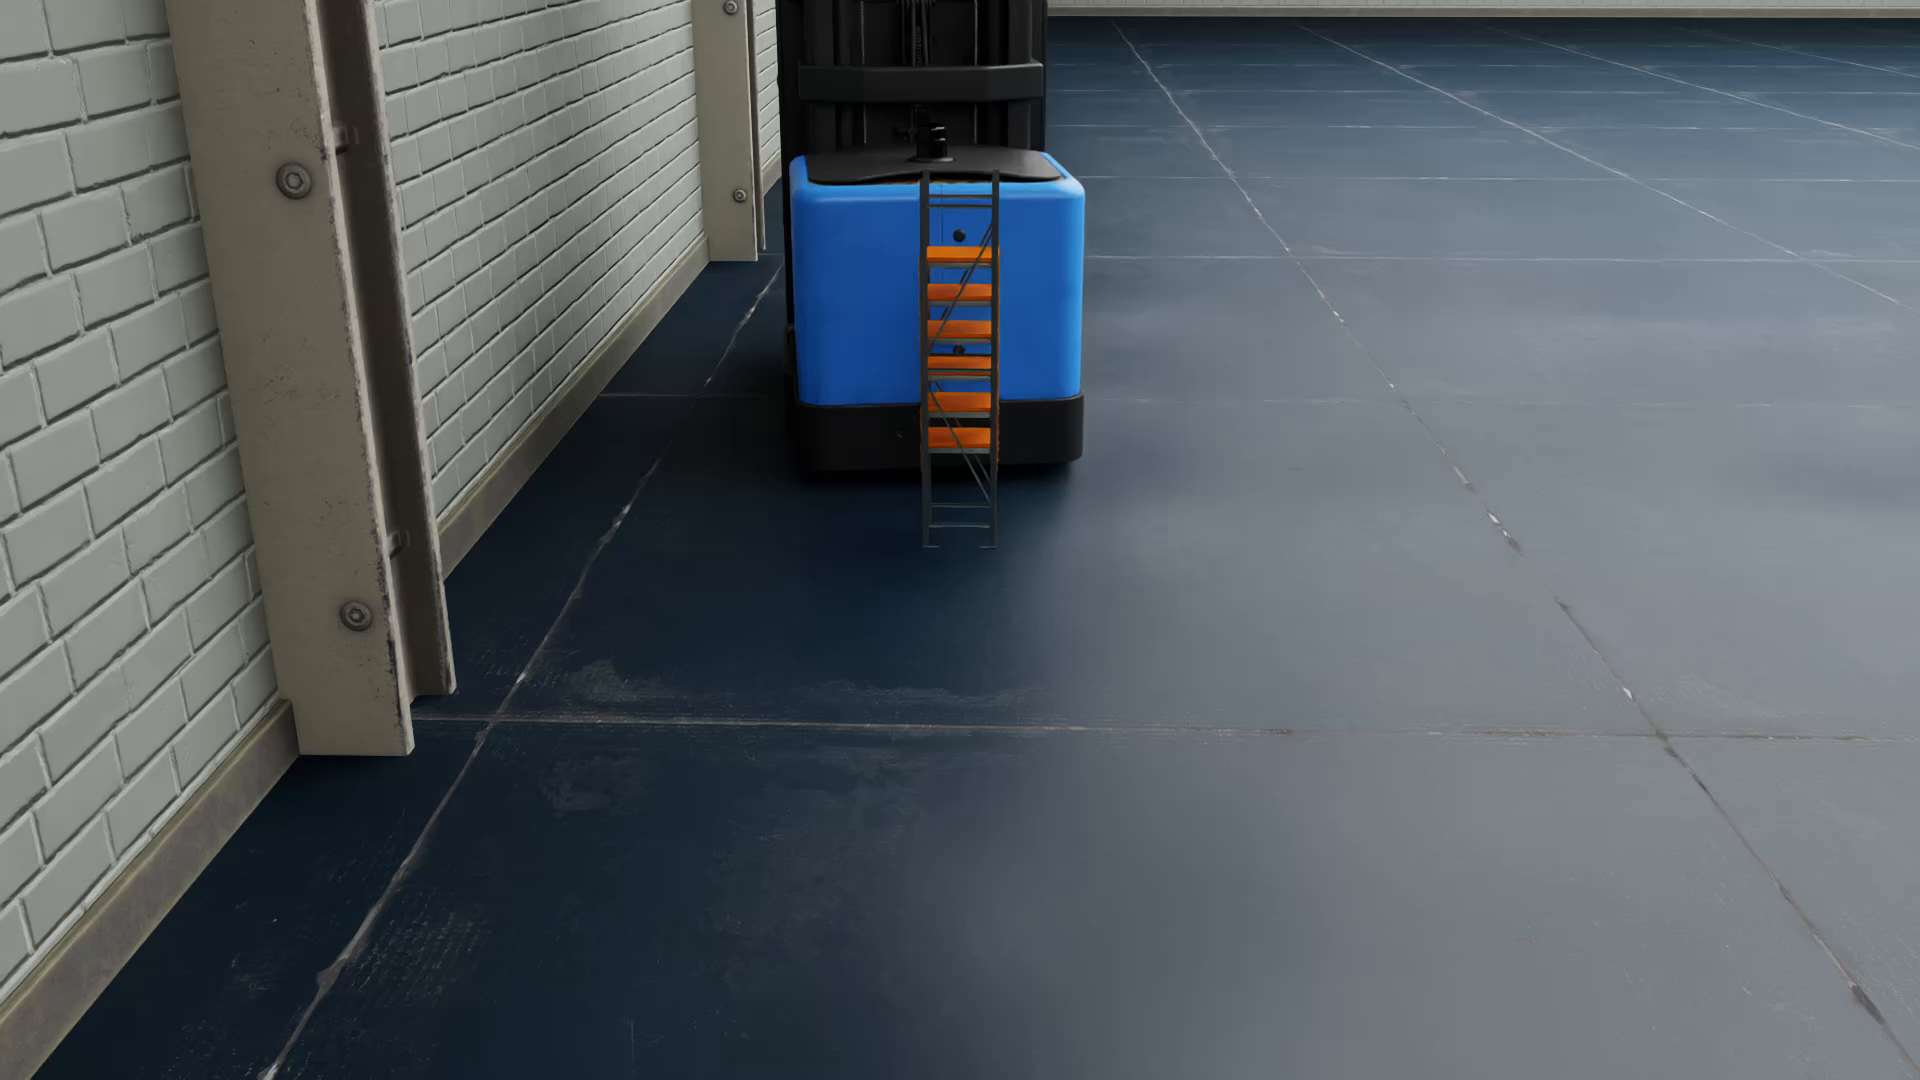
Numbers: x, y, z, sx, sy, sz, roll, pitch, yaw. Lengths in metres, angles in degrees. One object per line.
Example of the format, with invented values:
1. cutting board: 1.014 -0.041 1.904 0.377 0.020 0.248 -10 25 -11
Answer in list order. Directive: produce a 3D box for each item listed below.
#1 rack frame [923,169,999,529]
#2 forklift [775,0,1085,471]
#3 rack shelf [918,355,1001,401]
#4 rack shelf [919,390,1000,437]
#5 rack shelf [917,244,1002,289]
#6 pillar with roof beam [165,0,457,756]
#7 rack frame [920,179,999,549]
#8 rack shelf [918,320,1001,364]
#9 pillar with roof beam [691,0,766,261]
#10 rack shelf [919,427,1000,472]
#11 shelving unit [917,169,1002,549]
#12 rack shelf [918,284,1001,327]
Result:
1. rack frame: 0.003 -0.598 5.411 0.240 1.200 0.006 1 21 2
2. forklift: -0.220 -2.108 6.910 1.130 2.935 3.031 -2 21 -6
3. rack shelf: 0.000 -0.523 5.341 0.258 0.103 0.180 1 21 2
4. rack shelf: 0.000 -0.411 5.385 0.258 0.103 0.180 1 21 2
5. rack shelf: 0.000 -0.859 5.211 0.258 0.103 0.180 1 21 2
6. pillar with roof beam: 2.779 -3.684 2.582 9.100 9.000 0.400 1 21 2
7. rack frame: -0.002 -0.532 5.240 0.240 1.200 0.006 1 21 2
8. rack shelf: 0.000 -0.635 5.298 0.258 0.103 0.180 1 21 2
9. pillar with roof beam: 2.962 -5.853 8.173 9.100 9.000 0.400 1 21 2
10. rack shelf: 0.000 -0.299 5.428 0.258 0.103 0.180 1 21 2
11. shelving unit: 0.000 -0.565 5.325 0.258 1.200 0.189 1 21 2
12. rack shelf: 0.000 -0.747 5.255 0.258 0.103 0.180 1 21 2
